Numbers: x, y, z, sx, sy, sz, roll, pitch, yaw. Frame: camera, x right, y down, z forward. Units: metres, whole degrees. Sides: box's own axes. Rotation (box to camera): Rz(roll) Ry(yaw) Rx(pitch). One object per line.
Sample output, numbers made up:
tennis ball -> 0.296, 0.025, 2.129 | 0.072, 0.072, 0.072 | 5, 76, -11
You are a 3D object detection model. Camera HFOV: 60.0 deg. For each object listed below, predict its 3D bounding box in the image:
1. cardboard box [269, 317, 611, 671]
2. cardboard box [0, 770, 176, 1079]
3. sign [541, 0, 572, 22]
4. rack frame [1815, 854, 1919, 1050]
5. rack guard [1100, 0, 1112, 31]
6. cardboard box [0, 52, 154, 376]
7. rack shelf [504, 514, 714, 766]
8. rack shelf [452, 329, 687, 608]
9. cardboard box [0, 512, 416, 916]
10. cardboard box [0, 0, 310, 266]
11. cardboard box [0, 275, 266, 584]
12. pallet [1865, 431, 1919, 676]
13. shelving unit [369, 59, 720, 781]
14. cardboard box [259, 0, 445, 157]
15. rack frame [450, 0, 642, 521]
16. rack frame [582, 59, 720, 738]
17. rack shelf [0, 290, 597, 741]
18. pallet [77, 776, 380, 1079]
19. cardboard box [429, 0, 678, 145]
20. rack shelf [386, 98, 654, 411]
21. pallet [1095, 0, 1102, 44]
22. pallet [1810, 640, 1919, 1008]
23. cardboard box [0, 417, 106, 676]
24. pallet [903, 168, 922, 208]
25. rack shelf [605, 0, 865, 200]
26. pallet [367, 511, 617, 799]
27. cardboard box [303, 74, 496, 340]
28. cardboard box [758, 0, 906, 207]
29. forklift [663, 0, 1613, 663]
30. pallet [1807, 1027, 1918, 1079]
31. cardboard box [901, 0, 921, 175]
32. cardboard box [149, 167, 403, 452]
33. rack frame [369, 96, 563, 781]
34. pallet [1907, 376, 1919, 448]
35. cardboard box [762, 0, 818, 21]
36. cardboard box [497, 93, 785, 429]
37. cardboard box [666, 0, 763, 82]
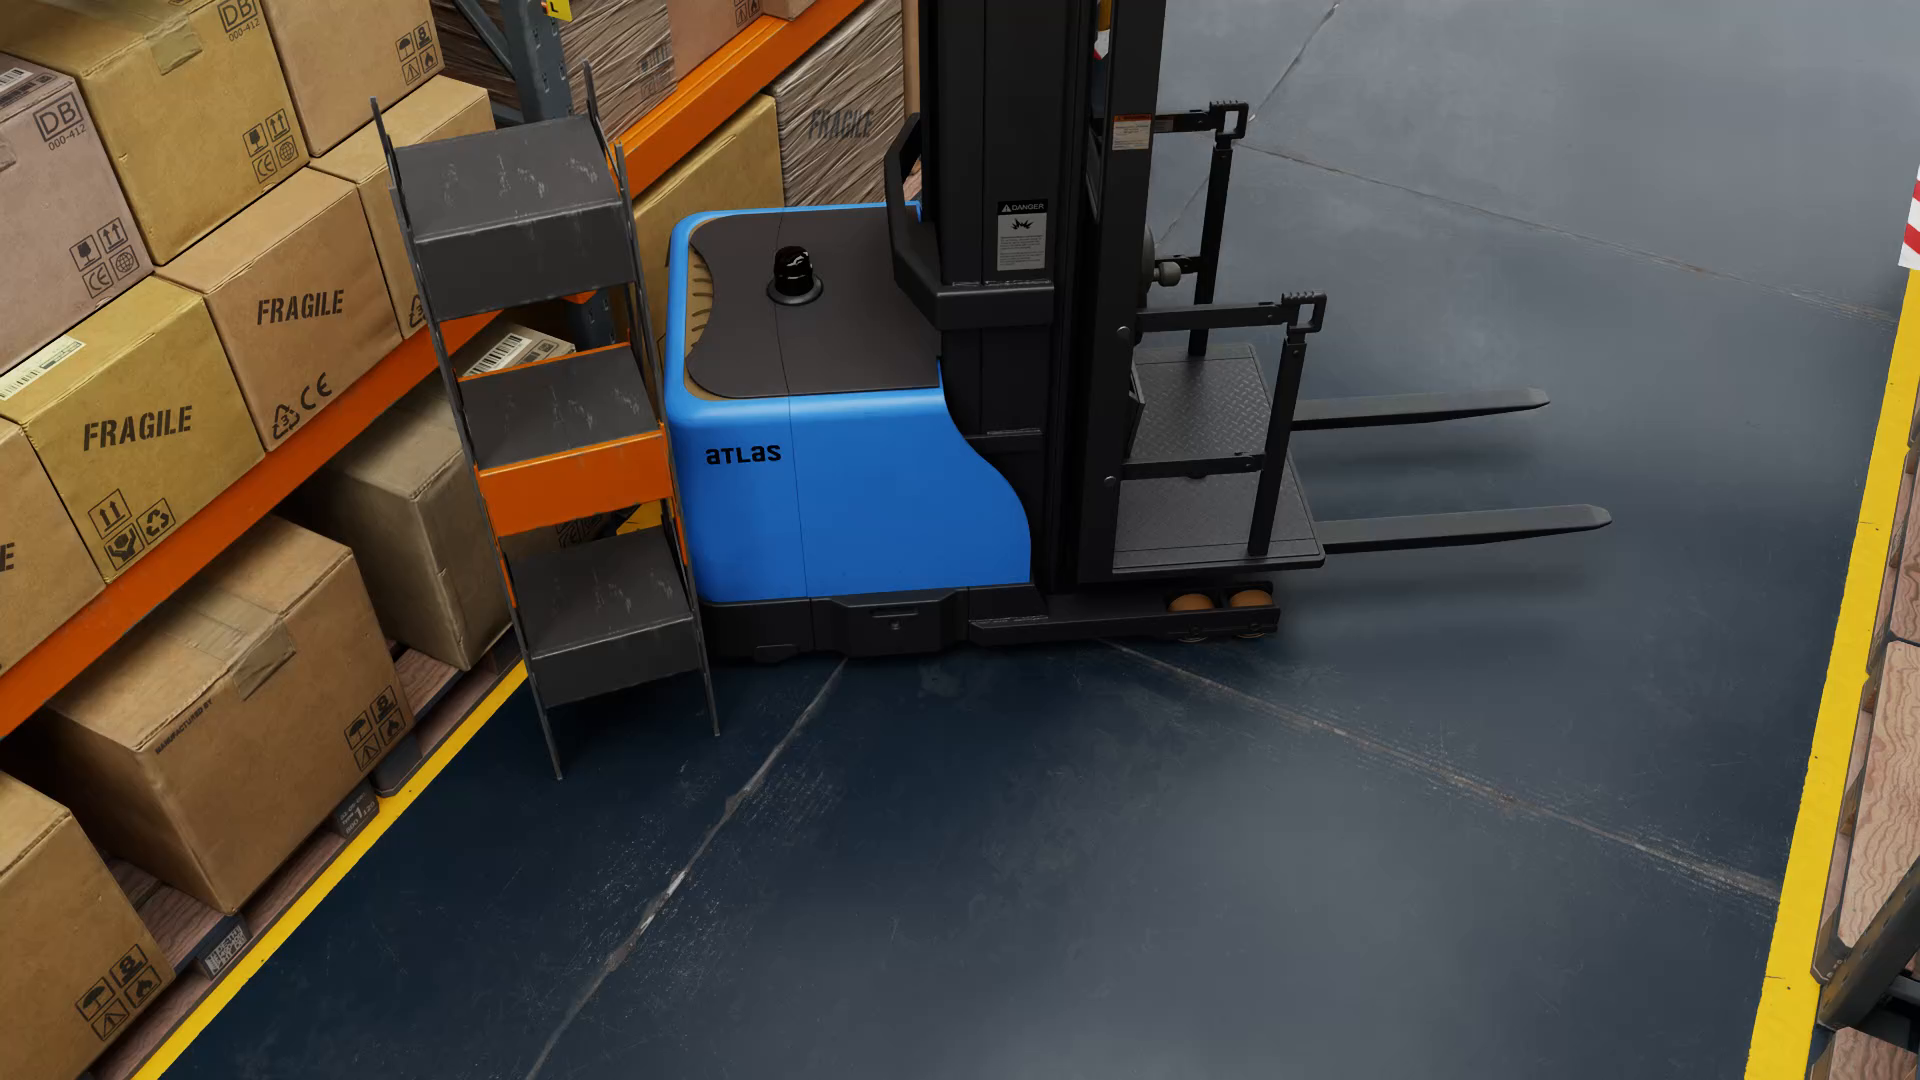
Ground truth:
cardboard box -> -1.788, -0.263, 5.187 | 1.050, 0.750, 0.750 | 20, 49, 19
cardboard box -> -2.671, 0.931, 4.008 | 1.050, 0.750, 0.750 | 21, 49, 20
sign -> -1.094, -1.533, 4.398 | 0.100, 0.325, 0.005 | 20, 49, 19
rack frame -> 2.767, 0.375, 3.271 | 1.000, 3.000, 0.127 | 20, 49, 19
rack guard -> 0.288, -2.983, 8.347 | 1.175, 0.500, 0.348 | 20, 49, 19
cardboard box -> -2.277, -0.756, 3.615 | 0.700, 0.500, 0.500 | 21, 49, 19
rack shelf -> -1.046, 0.299, 4.981 | 0.480, 0.518, 0.431 | -14, 47, -14
rack shelf -> -1.046, -0.193, 4.483 | 0.480, 0.518, 0.431 | -14, 47, -14
cardboard box -> -2.239, 0.344, 4.588 | 1.050, 0.750, 0.750 | 20, 49, 19
cardboard box -> -2.042, -1.074, 3.929 | 0.700, 0.500, 0.500 | 20, 49, 18
cardboard box -> -2.054, -0.308, 3.875 | 0.500, 0.500, 0.500 | 21, 49, 19
pallet -> 3.612, 0.149, 5.455 | 1.003, 0.211, 1.213 | 20, 49, 19
shelving unit -> -1.046, -0.202, 4.474 | 0.503, 2.100, 0.431 | -14, 47, -14
cardboard box -> -1.805, -1.399, 4.250 | 0.700, 0.500, 0.500 | 20, 49, 18
rack frame -> -1.580, -1.327, 4.952 | 1.000, 3.000, 0.127 | 20, 49, 19
rack frame -> -0.817, -0.261, 4.532 | 0.015, 2.100, 0.400 | -14, 47, -14
rack shelf -> -2.508, 0.186, 3.963 | 1.077, 0.370, 4.000 | 20, 49, 19
pallet -> -2.436, 0.936, 4.677 | 1.003, 0.211, 1.213 | 20, 49, 19
cardboard box -> -1.419, -1.616, 5.133 | 0.875, 0.550, 0.550 | 20, 49, 19
rack shelf -> -1.046, -0.685, 3.985 | 0.480, 0.518, 0.431 | -14, 47, -14
pallet -> -0.025, -2.337, 7.911 | 1.003, 0.211, 1.213 | 20, 49, 19
pallet -> 3.047, 0.920, 4.692 | 1.003, 0.211, 1.213 | 20, 49, 19
cardboard box -> -2.288, 0.012, 3.559 | 0.500, 0.500, 0.500 | 20, 49, 19
pallet -> -0.592, -1.571, 7.154 | 1.003, 0.211, 1.213 | 20, 49, 19
rack shelf -> -0.651, -2.334, 6.453 | 1.077, 0.370, 4.000 | 20, 49, 19
pallet -> -1.871, 0.164, 5.439 | 1.003, 0.211, 1.213 | 20, 49, 19
cardboard box -> -1.585, -0.945, 4.505 | 0.500, 0.500, 0.500 | 20, 49, 19
cardboard box -> -0.811, -1.670, 6.490 | 0.875, 0.875, 0.875 | 21, 49, 19
forklift -> 0.621, -1.071, 4.748 | 3.031, 2.935, 1.130 | -4, 45, -4
pallet -> 2.407, 1.846, 3.777 | 1.003, 0.211, 1.213 | 20, 49, 19
cardboard box -> -0.386, -2.243, 7.057 | 0.875, 0.875, 0.875 | 20, 49, 18
cardboard box -> -1.820, -0.627, 4.190 | 0.500, 0.500, 0.500 | 20, 49, 19
rack frame -> -1.276, -0.143, 4.415 | 0.015, 2.100, 0.400 | -14, 47, -14
pallet -> 4.180, -0.617, 6.212 | 1.003, 0.211, 1.213 | 20, 49, 19
cardboard box -> -0.829, -2.271, 5.780 | 0.875, 0.550, 0.550 | 20, 49, 19
cardboard box -> -1.226, -1.101, 5.927 | 0.875, 0.875, 0.875 | 21, 49, 20
cardboard box -> -1.184, -1.970, 5.482 | 0.875, 0.550, 0.550 | 20, 49, 19
